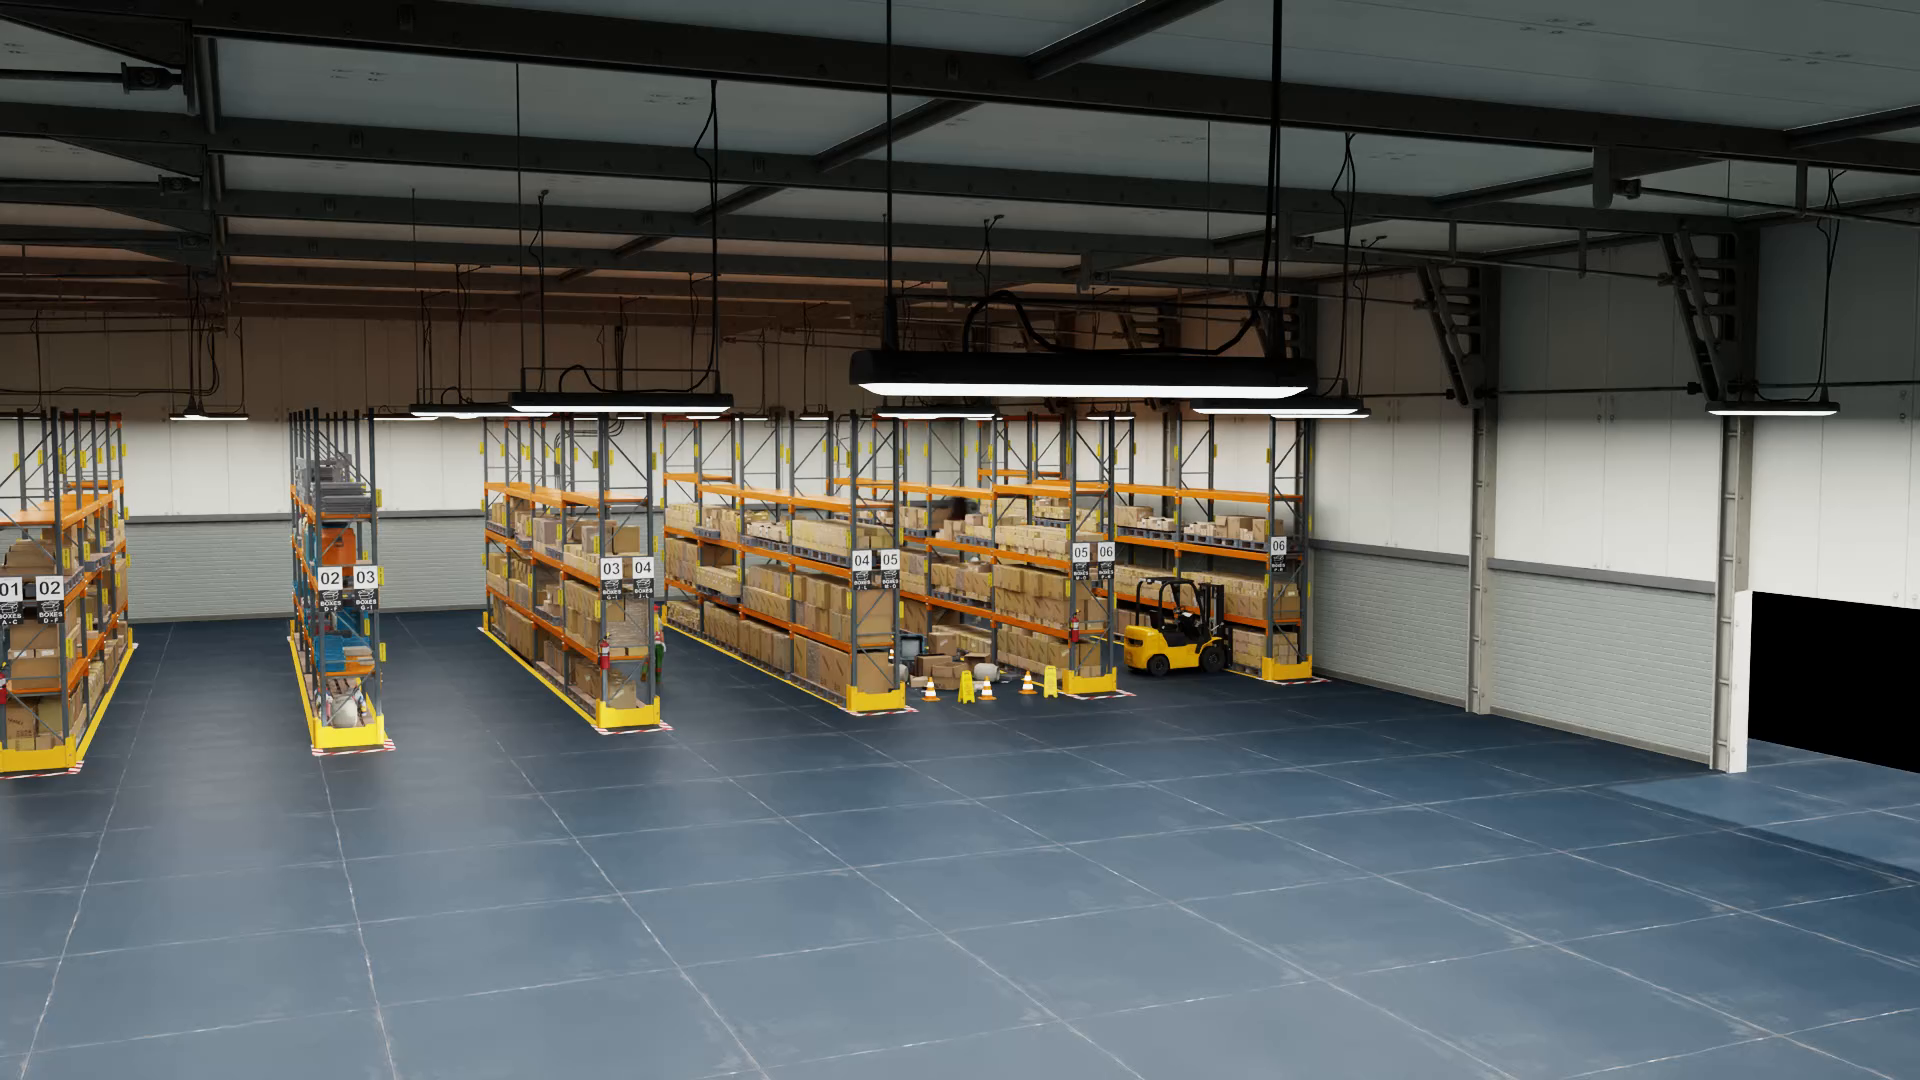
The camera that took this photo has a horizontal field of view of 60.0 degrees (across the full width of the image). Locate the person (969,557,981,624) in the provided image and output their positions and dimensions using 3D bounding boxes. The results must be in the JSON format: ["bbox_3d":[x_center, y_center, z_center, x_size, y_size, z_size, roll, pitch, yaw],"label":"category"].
[{"bbox_3d":[0.410,1.364,45.217,0.346,1.796,0.654,-1,4,-17],"label":"person"}]

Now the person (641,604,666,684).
[{"bbox_3d":[-6.702,2.275,36.351,0.571,1.783,0.684,1,4,10],"label":"person"}]
